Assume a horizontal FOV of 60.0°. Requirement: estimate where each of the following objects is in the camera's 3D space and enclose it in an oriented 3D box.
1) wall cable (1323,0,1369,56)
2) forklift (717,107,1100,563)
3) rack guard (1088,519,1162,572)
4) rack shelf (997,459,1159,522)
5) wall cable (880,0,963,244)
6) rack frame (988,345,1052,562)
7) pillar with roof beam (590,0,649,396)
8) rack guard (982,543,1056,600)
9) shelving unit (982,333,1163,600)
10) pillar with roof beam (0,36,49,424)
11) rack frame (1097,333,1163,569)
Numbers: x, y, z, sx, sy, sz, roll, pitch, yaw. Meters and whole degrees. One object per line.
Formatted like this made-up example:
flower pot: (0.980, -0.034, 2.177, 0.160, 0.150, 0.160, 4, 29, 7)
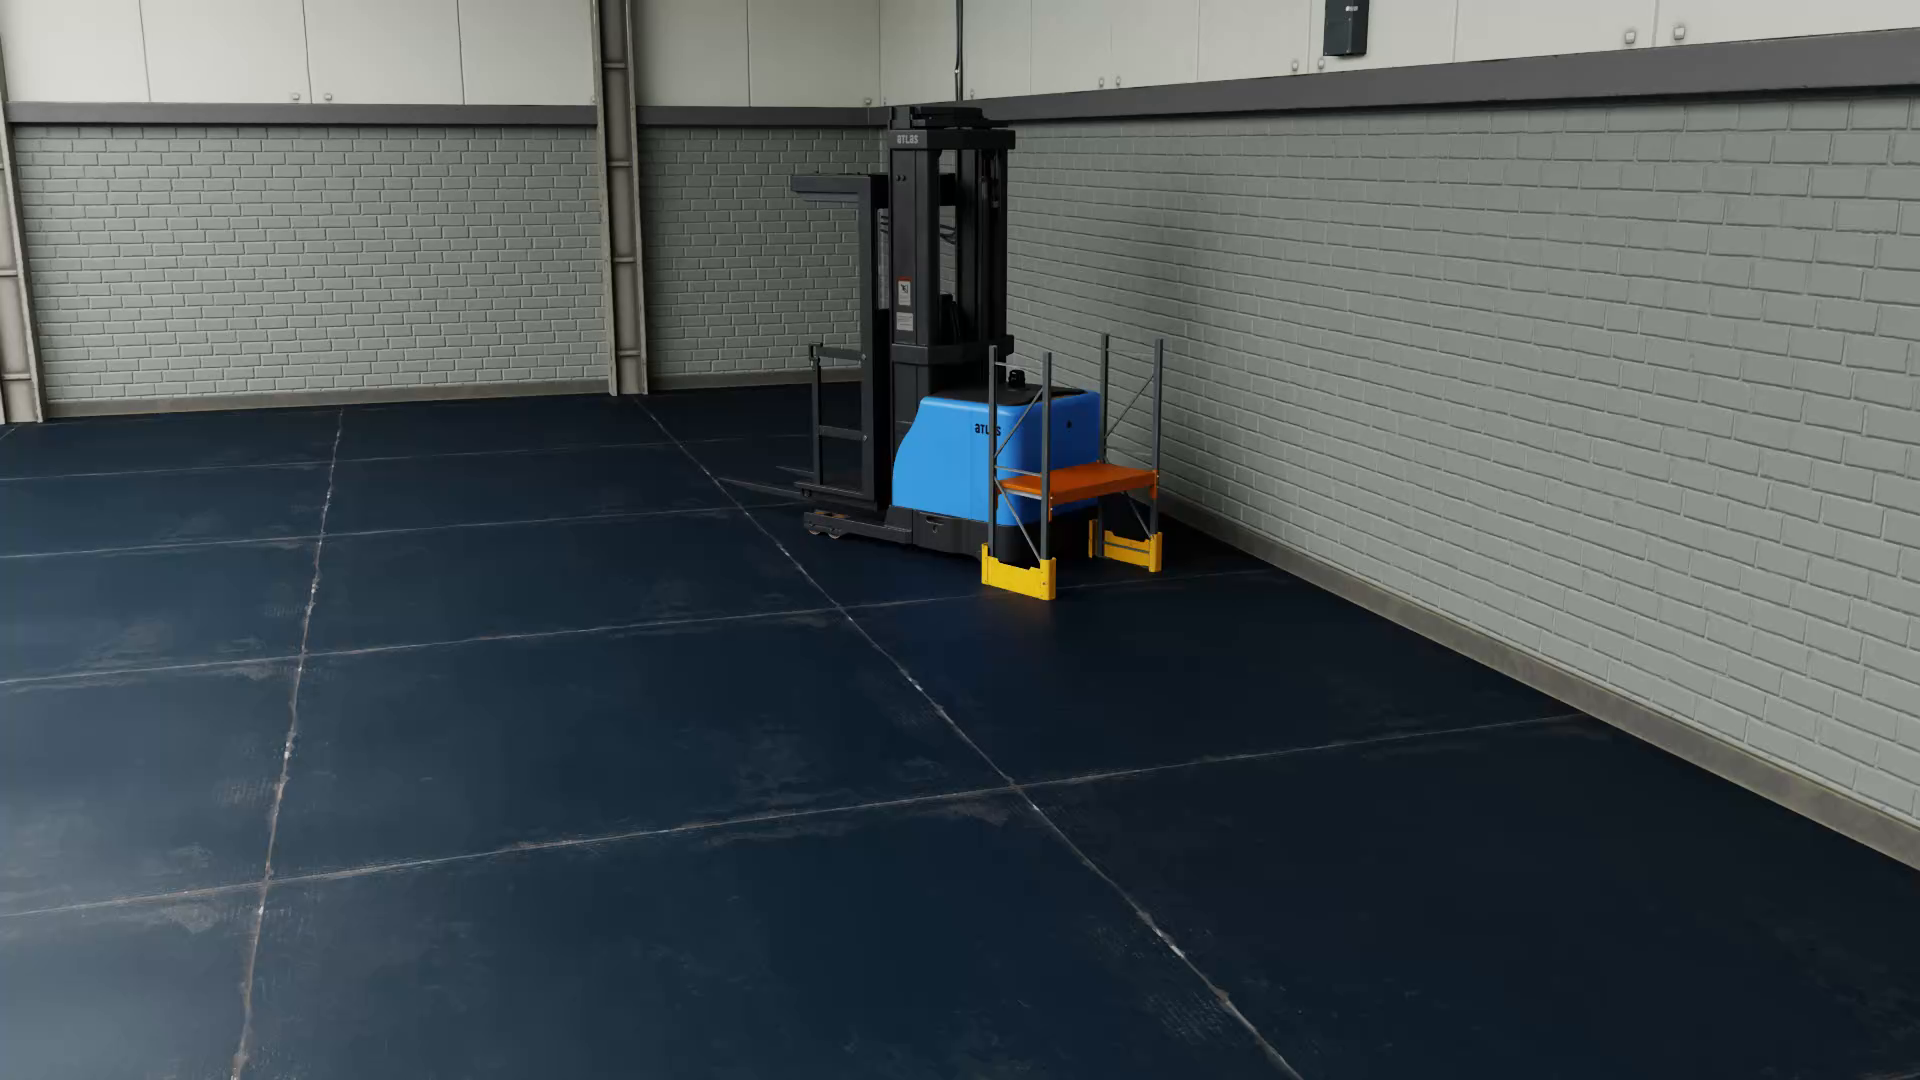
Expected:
wall cable: (2.534, -5.514, 8.031, 0.169, 6.003, 2.305, -4, 14, -18)
forklift: (-0.478, -1.518, 11.692, 3.031, 2.935, 1.130, 11, 17, 39)
rack guard: (1.086, 0.033, 10.963, 0.087, 0.250, 0.587, -12, 18, -42)
rack shelf: (0.730, -0.322, 10.534, 1.000, 0.185, 0.538, -12, 18, -42)
wall cable: (-0.479, -4.433, 17.542, 0.112, 2.526, 3.097, -4, 14, -18)
rack frame: (0.359, -0.417, 10.154, 0.032, 1.500, 0.500, -12, 18, -42)
pillar with roof beam: (-2.320, -5.072, 13.518, 0.400, 9.000, 9.100, -4, 14, -18)
rack guard: (0.360, 0.191, 10.299, 0.087, 0.250, 0.587, -12, 18, -42)
shelving unit: (0.723, -0.496, 10.487, 1.083, 1.500, 0.587, -12, 18, -42)
pillar with roof beam: (-8.006, -4.629, 11.657, 0.400, 9.000, 9.100, -4, 14, -18)
rack frame: (1.100, -0.578, 10.831, 0.032, 1.500, 0.500, -12, 18, -42)
